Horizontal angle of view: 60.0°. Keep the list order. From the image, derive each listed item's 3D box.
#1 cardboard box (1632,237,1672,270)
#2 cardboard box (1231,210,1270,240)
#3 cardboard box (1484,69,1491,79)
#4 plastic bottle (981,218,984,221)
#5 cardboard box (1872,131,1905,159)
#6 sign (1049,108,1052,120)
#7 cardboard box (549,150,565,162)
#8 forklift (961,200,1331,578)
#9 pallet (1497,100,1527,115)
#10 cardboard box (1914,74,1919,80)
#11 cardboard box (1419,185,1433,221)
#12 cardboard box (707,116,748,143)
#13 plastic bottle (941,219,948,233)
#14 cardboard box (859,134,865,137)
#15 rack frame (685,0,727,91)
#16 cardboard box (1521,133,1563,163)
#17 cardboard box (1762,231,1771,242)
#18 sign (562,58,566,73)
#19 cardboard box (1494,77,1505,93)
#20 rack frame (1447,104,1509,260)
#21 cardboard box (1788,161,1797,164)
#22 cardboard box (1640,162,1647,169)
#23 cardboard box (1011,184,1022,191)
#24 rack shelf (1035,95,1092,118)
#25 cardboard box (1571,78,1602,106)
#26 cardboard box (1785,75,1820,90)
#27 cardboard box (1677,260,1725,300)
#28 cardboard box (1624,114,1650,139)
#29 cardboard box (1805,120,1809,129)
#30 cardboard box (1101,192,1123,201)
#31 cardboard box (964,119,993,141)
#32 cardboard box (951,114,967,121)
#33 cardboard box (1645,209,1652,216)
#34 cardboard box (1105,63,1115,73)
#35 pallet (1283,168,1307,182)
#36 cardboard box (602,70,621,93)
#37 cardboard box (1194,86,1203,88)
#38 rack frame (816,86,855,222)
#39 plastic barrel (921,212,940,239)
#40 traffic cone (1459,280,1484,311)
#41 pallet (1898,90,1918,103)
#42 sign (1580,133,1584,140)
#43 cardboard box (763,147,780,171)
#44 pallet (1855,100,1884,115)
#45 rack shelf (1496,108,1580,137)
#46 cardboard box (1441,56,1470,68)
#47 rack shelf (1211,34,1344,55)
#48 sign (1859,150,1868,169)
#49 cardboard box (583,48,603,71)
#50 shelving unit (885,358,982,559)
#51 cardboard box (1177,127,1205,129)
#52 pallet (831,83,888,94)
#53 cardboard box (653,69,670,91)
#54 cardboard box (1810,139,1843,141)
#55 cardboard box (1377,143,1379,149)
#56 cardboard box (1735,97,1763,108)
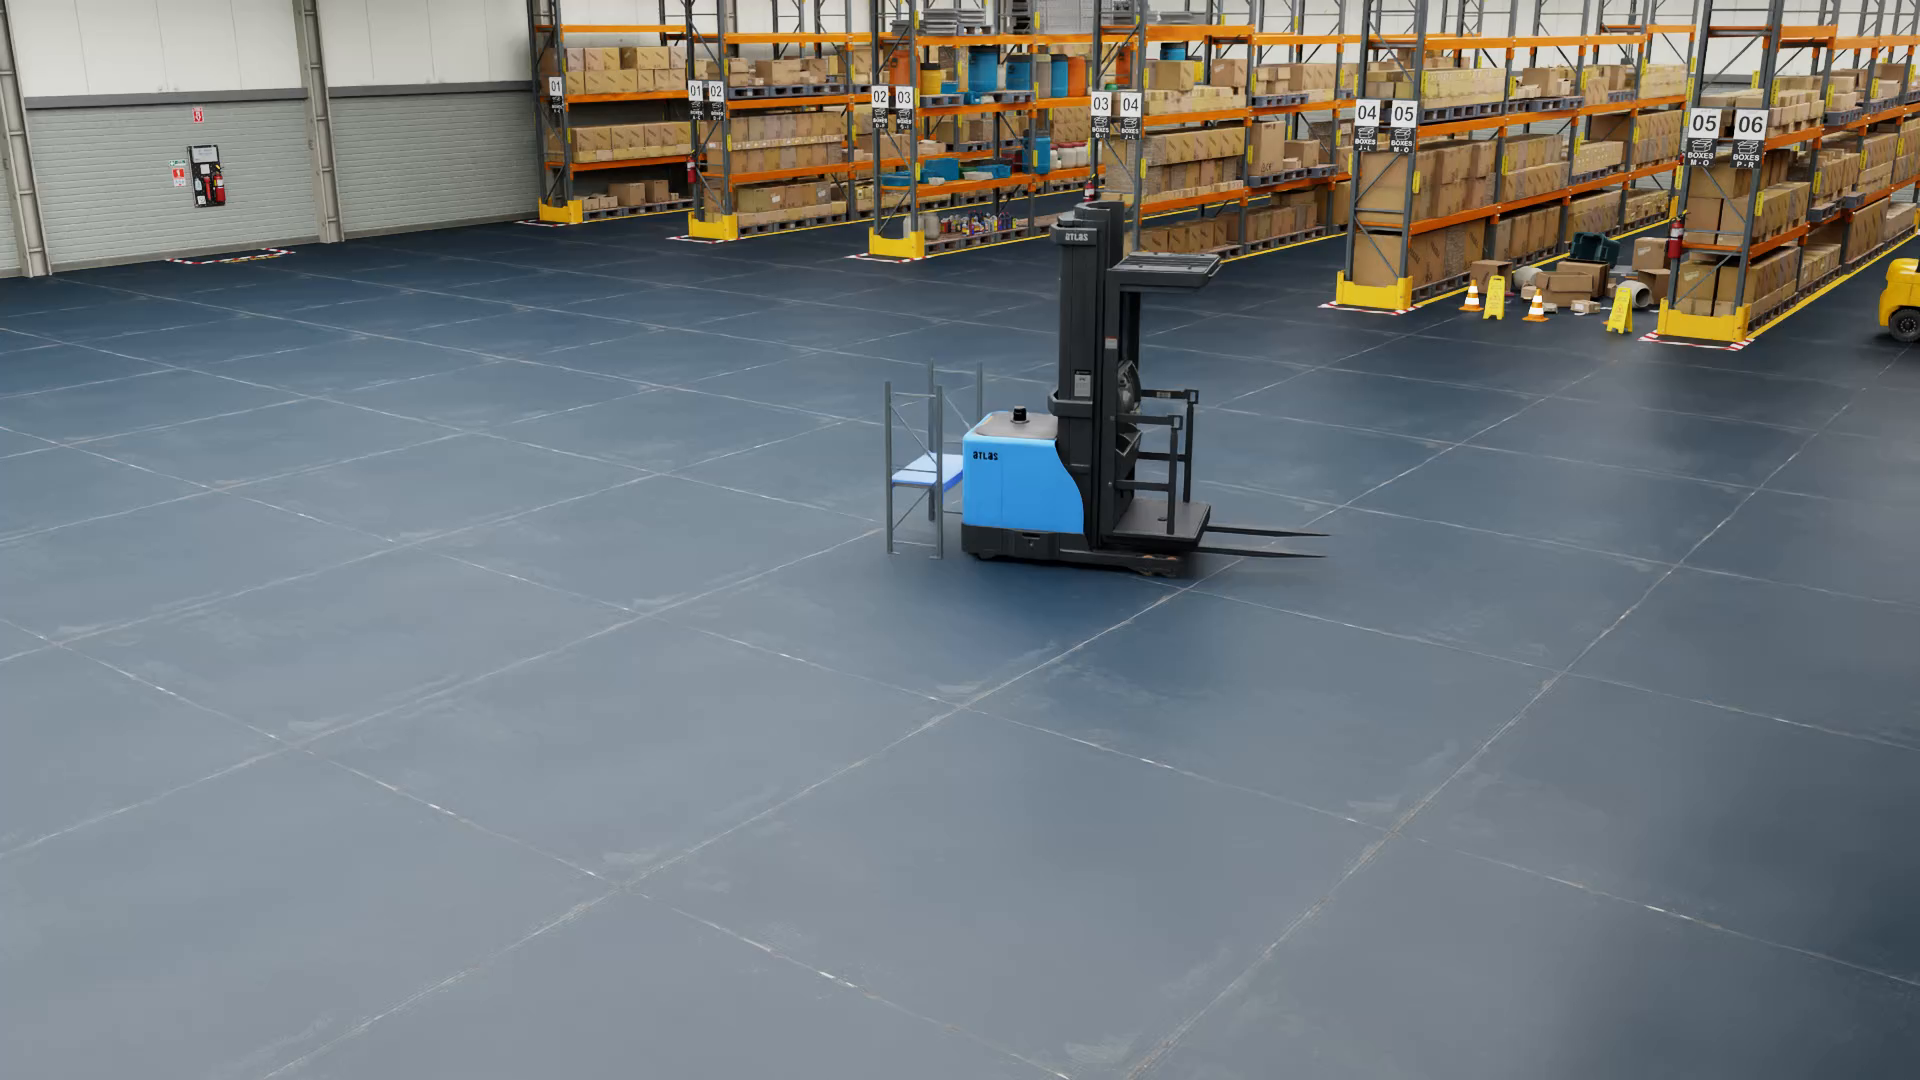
[{"bbox_3d":[11.627,-4.793,27.912,0.500,0.500,0.500,12,21,35],"label":"cardboard box"},{"bbox_3d":[5.798,-6.338,33.422,0.700,0.500,0.500,12,21,34],"label":"cardboard box"},{"bbox_3d":[8.627,-7.788,27.760,0.380,0.149,0.250,13,21,36],"label":"cardboard box"},{"bbox_3d":[0.493,-6.511,34.343,0.061,0.283,0.133,12,21,35],"label":"plastic bottle"},{"bbox_3d":[18.320,-7.819,32.863,0.500,0.500,0.500,13,21,35],"label":"cardboard box"},{"bbox_3d":[2.377,-11.182,43.593,0.100,0.325,0.005,12,21,35],"label":"sign"},{"bbox_3d":[-9.079,-8.826,38.178,0.500,0.250,0.500,13,21,35],"label":"cardboard box"},{"bbox_3d":[1.585,-1.267,13.733,3.031,2.935,1.130,5,18,14],"label":"forklift"},{"bbox_3d":[9.546,-7.737,29.717,0.805,0.209,1.217,11,21,33],"label":"pallet"},{"bbox_3d":[20.029,-9.662,34.971,0.500,0.250,0.500,10,20,30],"label":"cardboard box"},{"bbox_3d":[7.151,-5.519,27.057,0.875,0.550,0.550,12,21,35],"label":"cardboard box"},{"bbox_3d":[-4.901,-8.657,35.059,0.700,0.500,0.500,13,21,35],"label":"cardboard box"},{"bbox_3d":[-0.331,-6.471,34.227,0.152,0.276,0.135,13,21,35],"label":"plastic bottle"},{"bbox_3d":[-2.818,-11.065,45.559,0.380,0.149,0.250,12,21,33],"label":"cardboard box"},{"bbox_3d":[-5.221,-10.733,33.985,1.000,3.000,0.127,12,21,35],"label":"rack frame"},{"bbox_3d":[11.147,-7.542,31.969,0.700,0.500,0.500,12,21,34],"label":"cardboard box"},{"bbox_3d":[11.610,-4.454,24.303,0.380,0.149,0.250,13,21,36],"label":"cardboard box"},{"bbox_3d":[-8.766,-10.496,36.807,0.100,0.325,0.005,12,21,35],"label":"sign"},{"bbox_3d":[8.952,-7.757,28.335,0.500,0.250,0.500,12,21,34],"label":"cardboard box"},{"bbox_3d":[9.039,-6.169,29.403,1.000,3.000,0.127,12,21,35],"label":"rack frame"},{"bbox_3d":[13.460,-5.977,27.408,0.500,0.500,0.500,13,21,35],"label":"cardboard box"},{"bbox_3d":[14.818,-8.223,36.443,0.380,0.149,0.250,13,21,36],"label":"cardboard box"},{"bbox_3d":[1.265,-9.339,43.083,0.500,0.500,0.500,13,21,35],"label":"cardboard box"},{"bbox_3d":[2.330,-9.510,36.317,1.077,0.370,4.000,12,21,35],"label":"rack shelf"},{"bbox_3d":[12.268,-8.811,32.685,0.500,0.500,0.500,12,21,35],"label":"cardboard box"},{"bbox_3d":[13.908,-7.526,27.417,0.500,0.250,0.500,13,21,36],"label":"cardboard box"},{"bbox_3d":[10.959,-3.848,24.593,0.500,0.500,0.500,13,21,35],"label":"cardboard box"},{"bbox_3d":[14.567,-8.932,35.945,0.500,0.500,0.500,12,21,33],"label":"cardboard box"},{"bbox_3d":[12.777,-6.392,25.487,0.380,0.149,0.250,13,21,35],"label":"cardboard box"},{"bbox_3d":[2.737,-6.101,29.608,0.380,0.149,0.250,12,21,35],"label":"cardboard box"},{"bbox_3d":[0.529,-10.376,42.073,0.500,0.500,0.700,-15,23,-40],"label":"cardboard box"},{"bbox_3d":[-0.389,-12.398,48.956,0.980,0.700,0.700,12,21,34],"label":"cardboard box"},{"bbox_3d":[15.327,-7.382,37.410,0.380,0.149,0.250,13,21,36],"label":"cardboard box"},{"bbox_3d":[3.913,-12.992,45.726,0.500,0.250,0.500,12,21,35],"label":"cardboard box"},{"bbox_3d":[6.353,-7.452,33.857,1.003,0.211,1.213,12,21,35],"label":"pallet"},{"bbox_3d":[-8.147,-10.514,38.134,0.500,0.500,0.500,14,22,37],"label":"cardboard box"},{"bbox_3d":[4.391,-8.461,31.307,0.380,0.149,0.250,13,21,35],"label":"cardboard box"},{"bbox_3d":[-2.838,-8.821,37.942,1.000,3.000,0.127,12,21,35],"label":"rack frame"},{"bbox_3d":[-0.616,-6.294,33.292,0.421,0.512,0.421,0,17,0],"label":"plastic barrel"},{"bbox_3d":[8.113,-3.880,26.310,0.336,0.463,0.334,12,21,35],"label":"traffic cone"},{"bbox_3d":[18.337,-8.807,32.989,1.003,0.211,1.213,12,21,35],"label":"pallet"},{"bbox_3d":[13.365,-8.582,35.713,0.100,0.325,0.005,12,21,35],"label":"sign"},{"bbox_3d":[-4.323,-8.268,35.993,0.700,0.500,0.500,13,21,35],"label":"cardboard box"},{"bbox_3d":[15.799,-7.776,29.838,1.213,0.211,1.003,14,22,37],"label":"pallet"},{"bbox_3d":[10.231,-7.734,30.598,1.077,0.370,4.000,12,21,35],"label":"rack shelf"},{"bbox_3d":[11.999,-11.523,40.540,0.700,0.500,0.500,11,20,31],"label":"cardboard box"},{"bbox_3d":[6.307,-9.876,33.113,1.077,0.370,4.000,12,21,35],"label":"rack shelf"},{"bbox_3d":[15.899,-6.692,29.270,0.100,0.325,0.005,12,21,35],"label":"sign"},{"bbox_3d":[-8.438,-10.869,37.593,0.500,0.500,0.500,12,21,34],"label":"cardboard box"},{"bbox_3d":[-0.215,-0.724,14.397,0.538,1.500,1.048,6,18,19],"label":"shelving unit"},{"bbox_3d":[4.347,-7.555,31.510,0.500,0.500,0.500,12,21,35],"label":"cardboard box"},{"bbox_3d":[-2.323,-10.374,38.210,0.805,0.209,1.217,11,21,33],"label":"pallet"},{"bbox_3d":[-7.232,-10.903,39.387,0.500,0.500,0.500,10,20,30],"label":"cardboard box"},{"bbox_3d":[15.855,-7.089,30.512,0.500,0.500,0.500,13,21,36],"label":"cardboard box"},{"bbox_3d":[8.915,-8.502,36.748,0.500,0.500,0.500,13,21,35],"label":"cardboard box"},{"bbox_3d":[11.067,-6.107,23.226,0.380,0.149,0.250,12,21,34],"label":"cardboard box"}]
